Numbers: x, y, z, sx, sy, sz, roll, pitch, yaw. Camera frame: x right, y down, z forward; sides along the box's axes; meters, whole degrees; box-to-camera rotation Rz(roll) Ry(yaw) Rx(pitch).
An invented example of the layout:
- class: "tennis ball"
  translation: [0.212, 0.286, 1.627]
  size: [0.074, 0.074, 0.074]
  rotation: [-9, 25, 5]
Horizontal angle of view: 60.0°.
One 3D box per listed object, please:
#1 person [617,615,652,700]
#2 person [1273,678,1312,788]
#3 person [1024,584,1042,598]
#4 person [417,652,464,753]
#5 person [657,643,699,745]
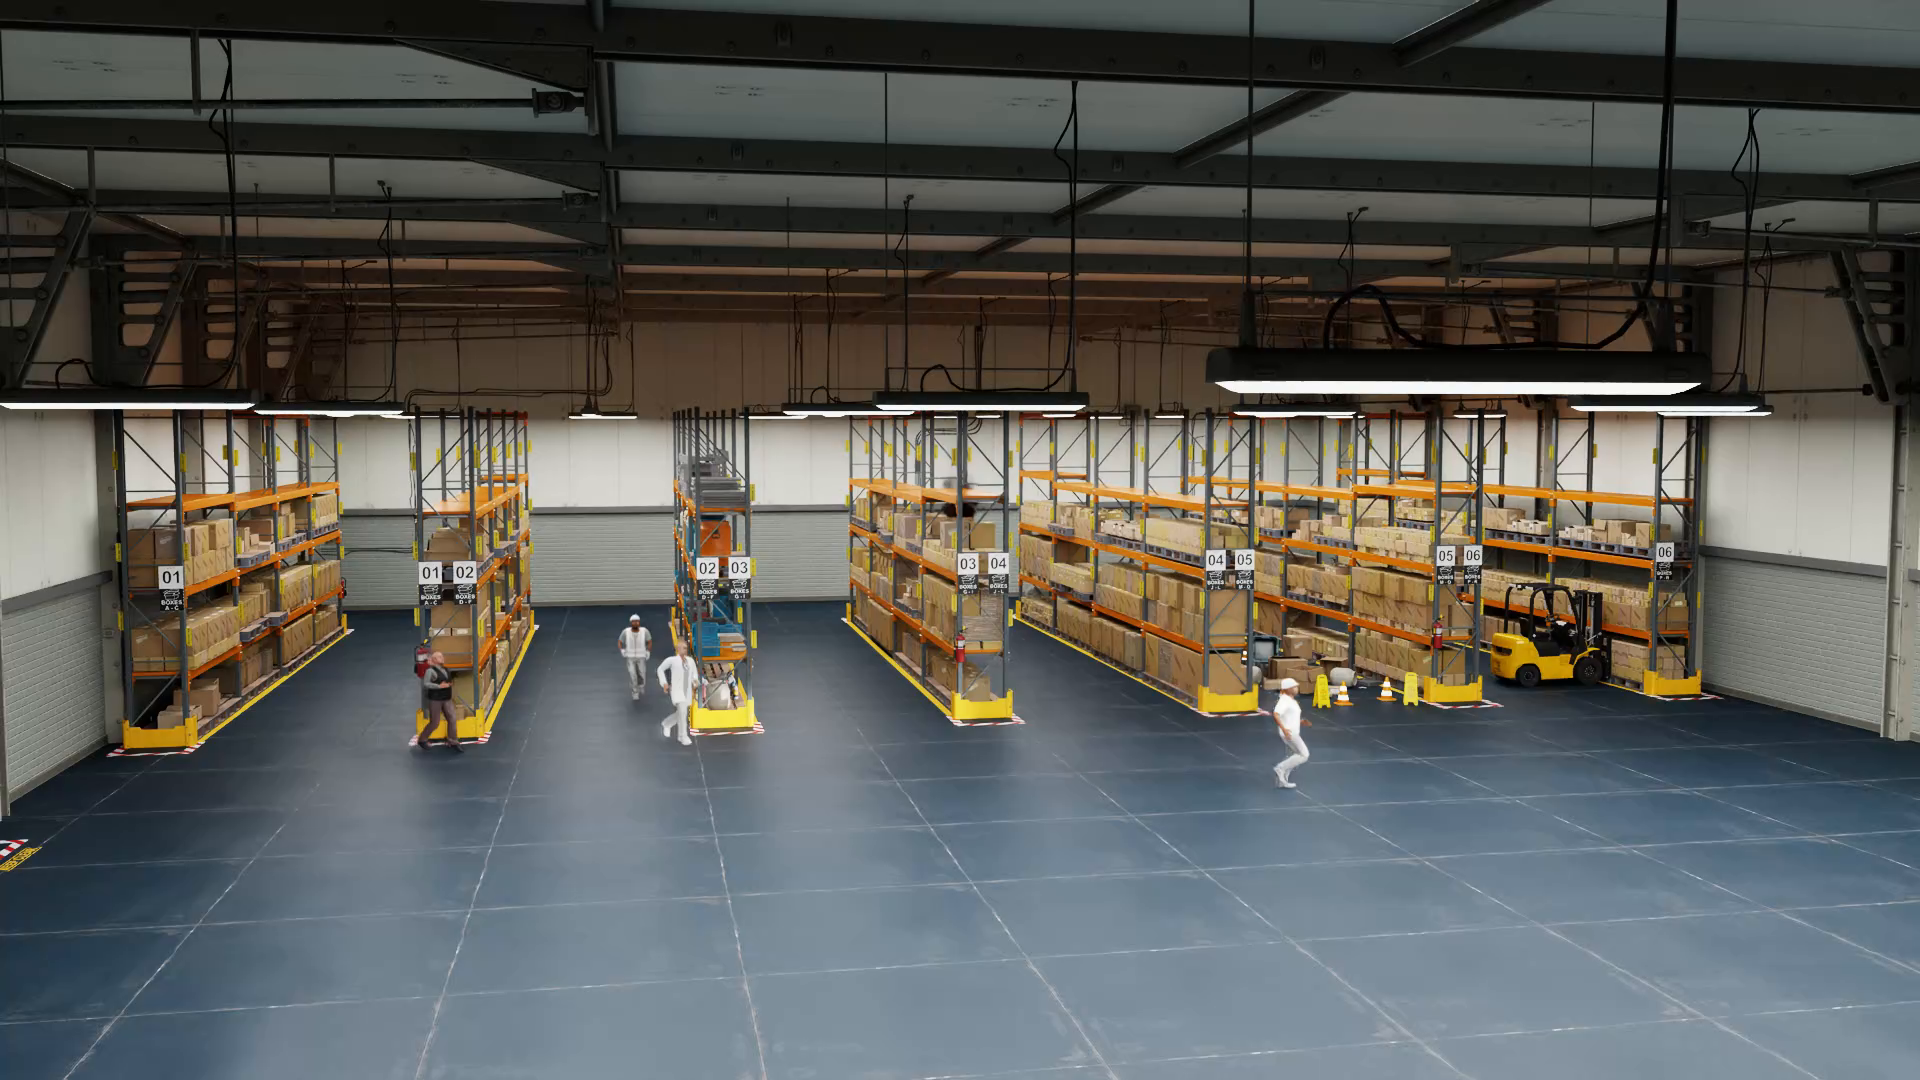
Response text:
- class: "person"
  translation: [-6.714, 2.408, 34.329]
  size: [0.703, 1.745, 0.596]
  rotation: [-1, 4, -12]
- class: "person"
  translation: [5.192, 3.013, 25.926]
  size: [0.572, 1.720, 0.690]
  rotation: [1, 4, 13]
- class: "person"
  translation: [2.309, 1.375, 50.039]
  size: [0.741, 1.635, 0.708]
  rotation: [1, 4, 8]
- class: "person"
  translation: [-8.981, 2.804, 28.704]
  size: [0.848, 1.748, 0.663]
  rotation: [2, 4, 25]
- class: "person"
  translation: [-4.993, 2.730, 29.839]
  size: [0.912, 1.766, 0.748]
  rotation: [4, 6, 44]
